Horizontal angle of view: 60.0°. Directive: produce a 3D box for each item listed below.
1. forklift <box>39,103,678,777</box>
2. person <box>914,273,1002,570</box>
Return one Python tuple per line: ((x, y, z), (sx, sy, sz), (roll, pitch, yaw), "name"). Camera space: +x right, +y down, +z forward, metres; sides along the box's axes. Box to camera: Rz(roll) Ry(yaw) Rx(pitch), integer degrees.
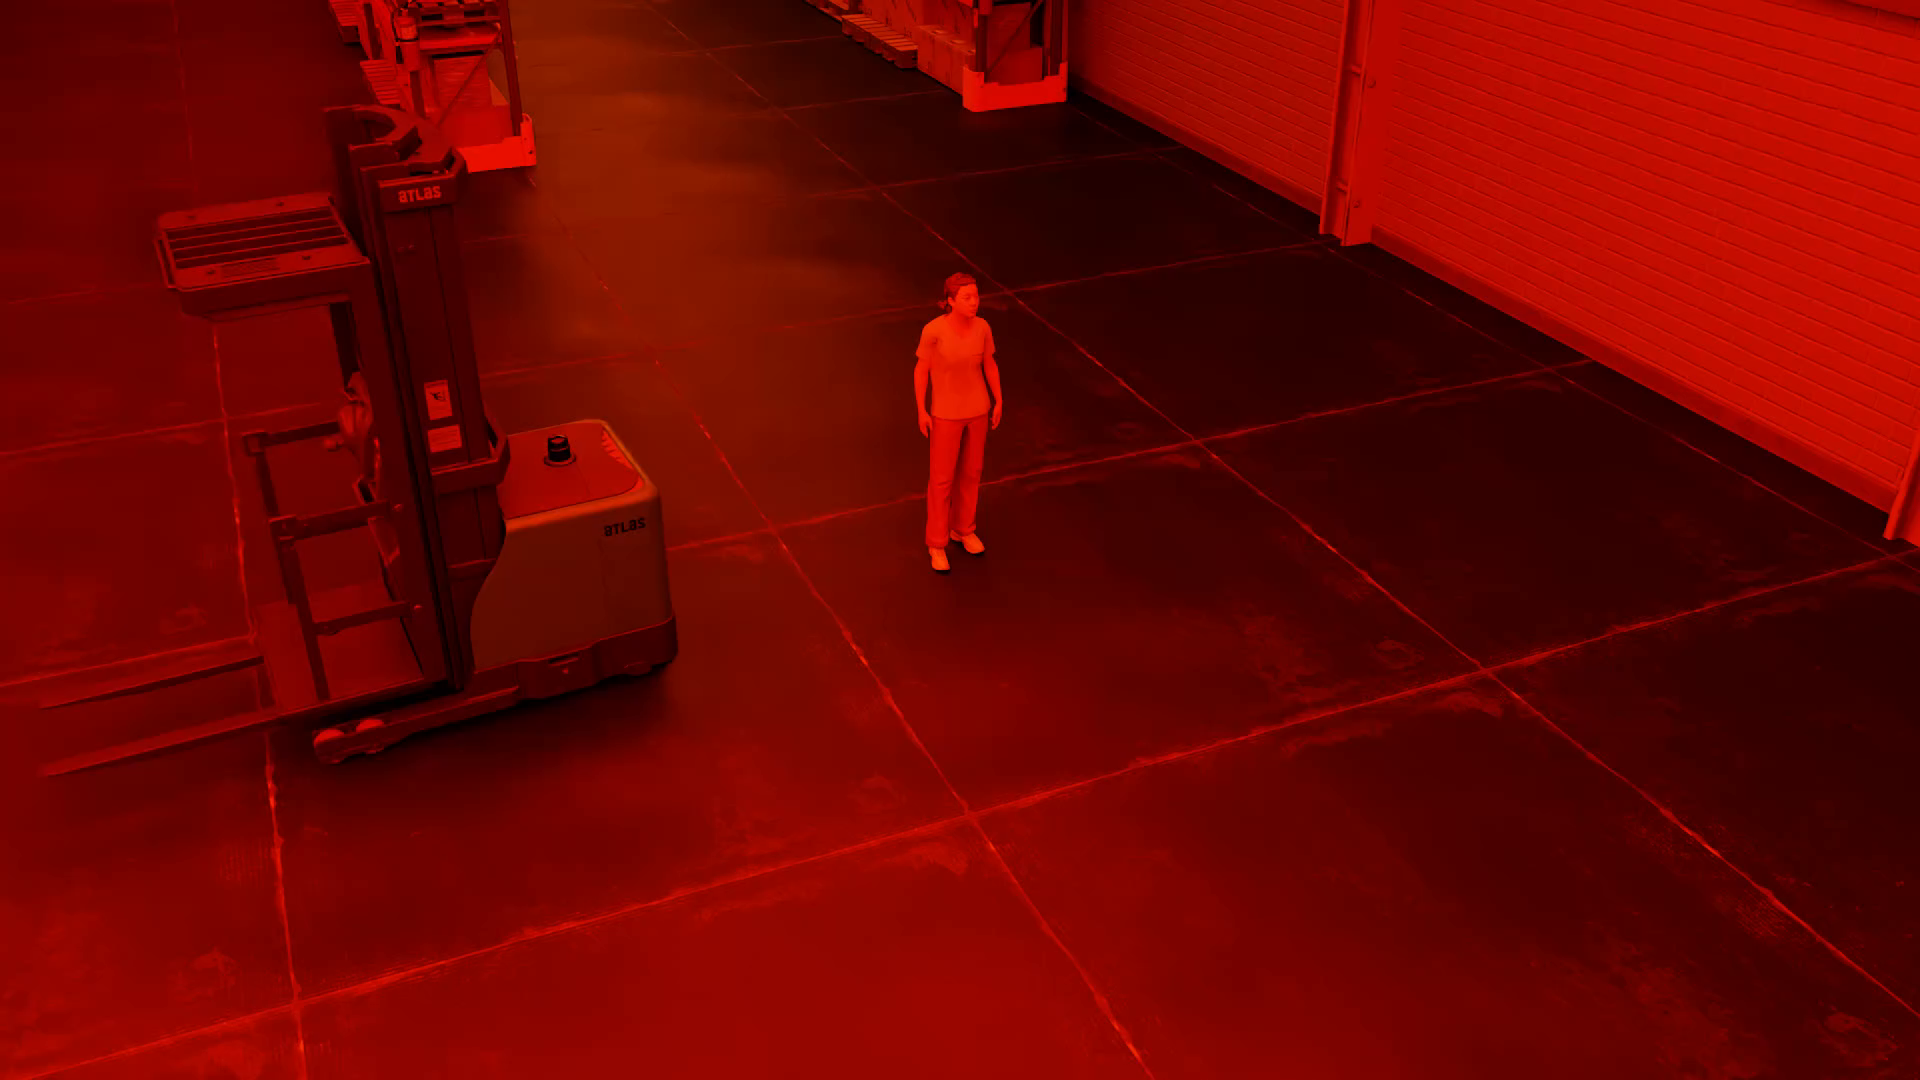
((-3.055, -0.475, 7.951), (3.031, 2.935, 1.130), (-14, 33, -23), "forklift")
((0.019, -0.698, 9.590), (0.553, 1.675, 0.549), (-12, 32, -20), "person")
